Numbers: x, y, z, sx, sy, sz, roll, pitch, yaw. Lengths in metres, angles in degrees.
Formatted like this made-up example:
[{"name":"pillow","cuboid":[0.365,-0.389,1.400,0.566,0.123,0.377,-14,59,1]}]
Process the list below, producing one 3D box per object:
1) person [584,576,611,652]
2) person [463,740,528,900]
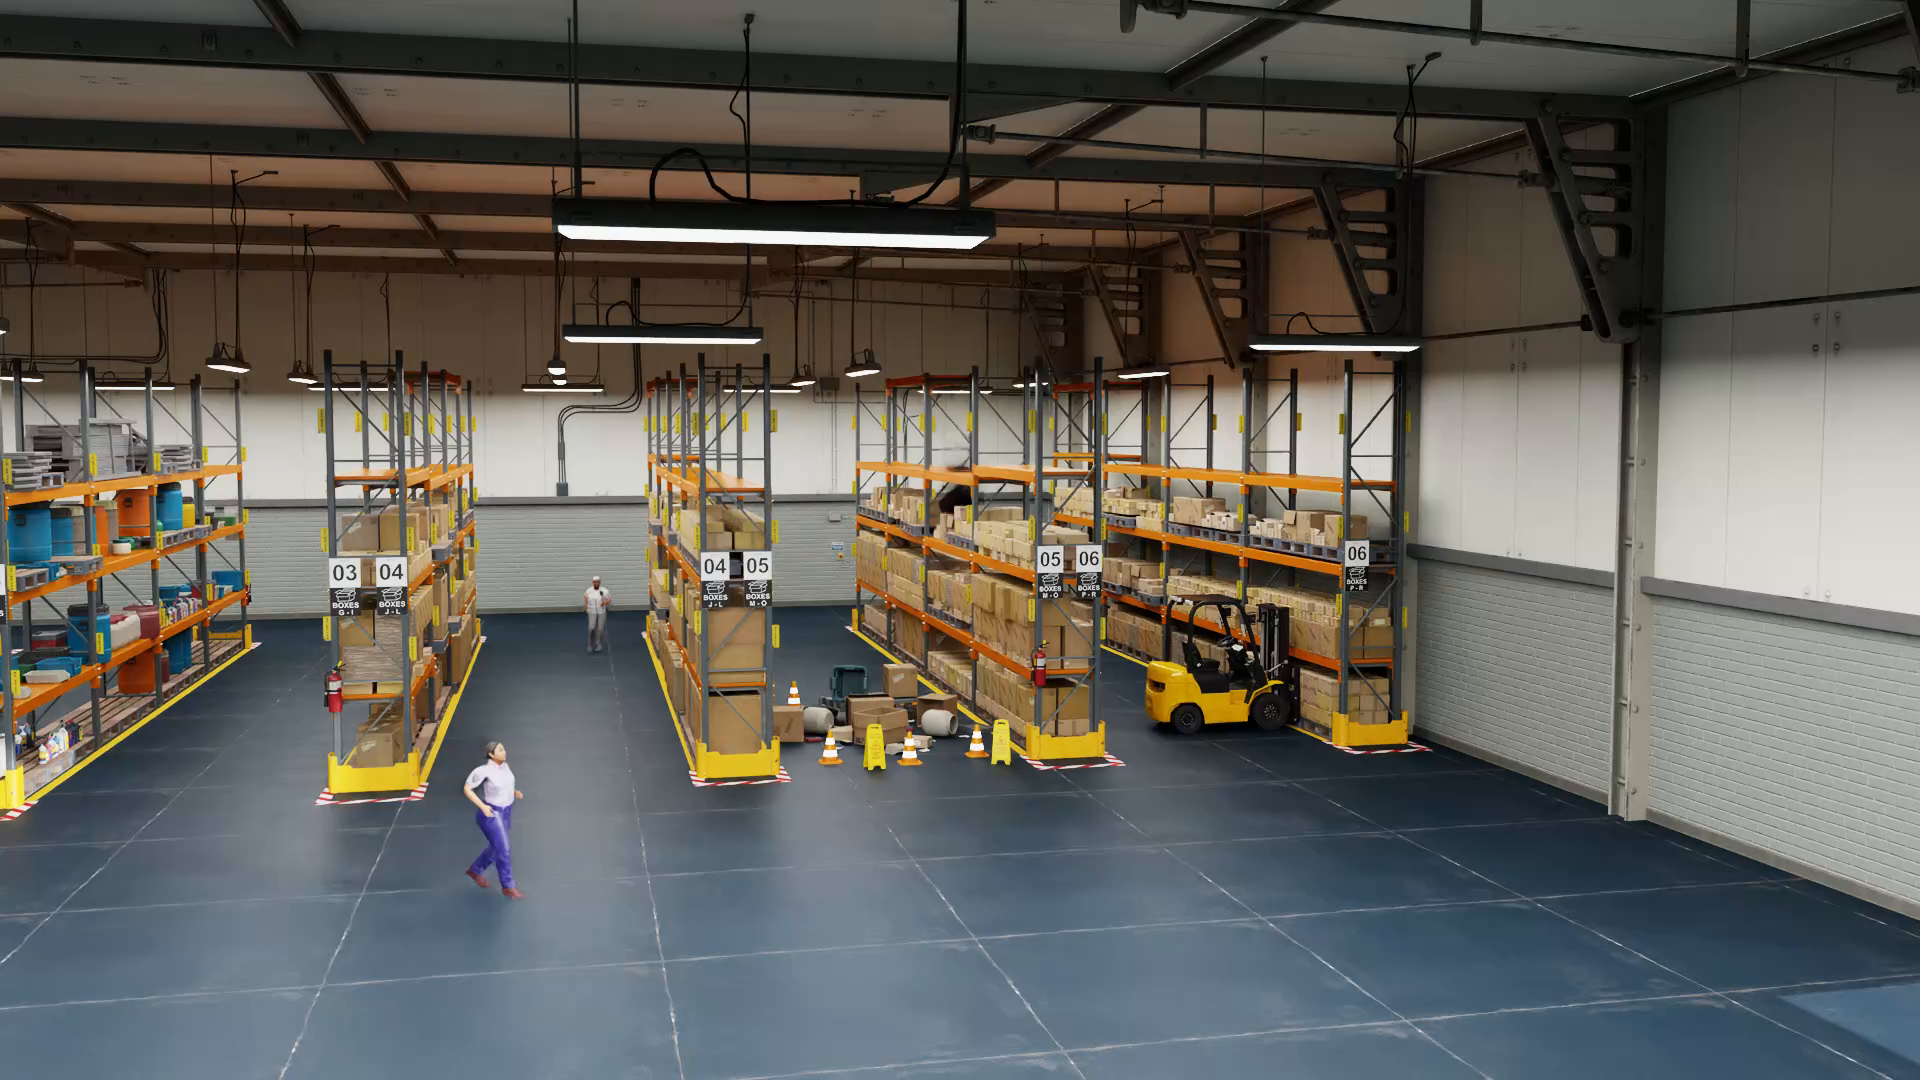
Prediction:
[{"name":"person","cuboid":[-7.978,1.636,36.628,0.598,1.680,0.689,-1,4,-10]},{"name":"person","cuboid":[-4.946,2.957,17.648,0.799,1.673,0.578,1,4,16]}]
